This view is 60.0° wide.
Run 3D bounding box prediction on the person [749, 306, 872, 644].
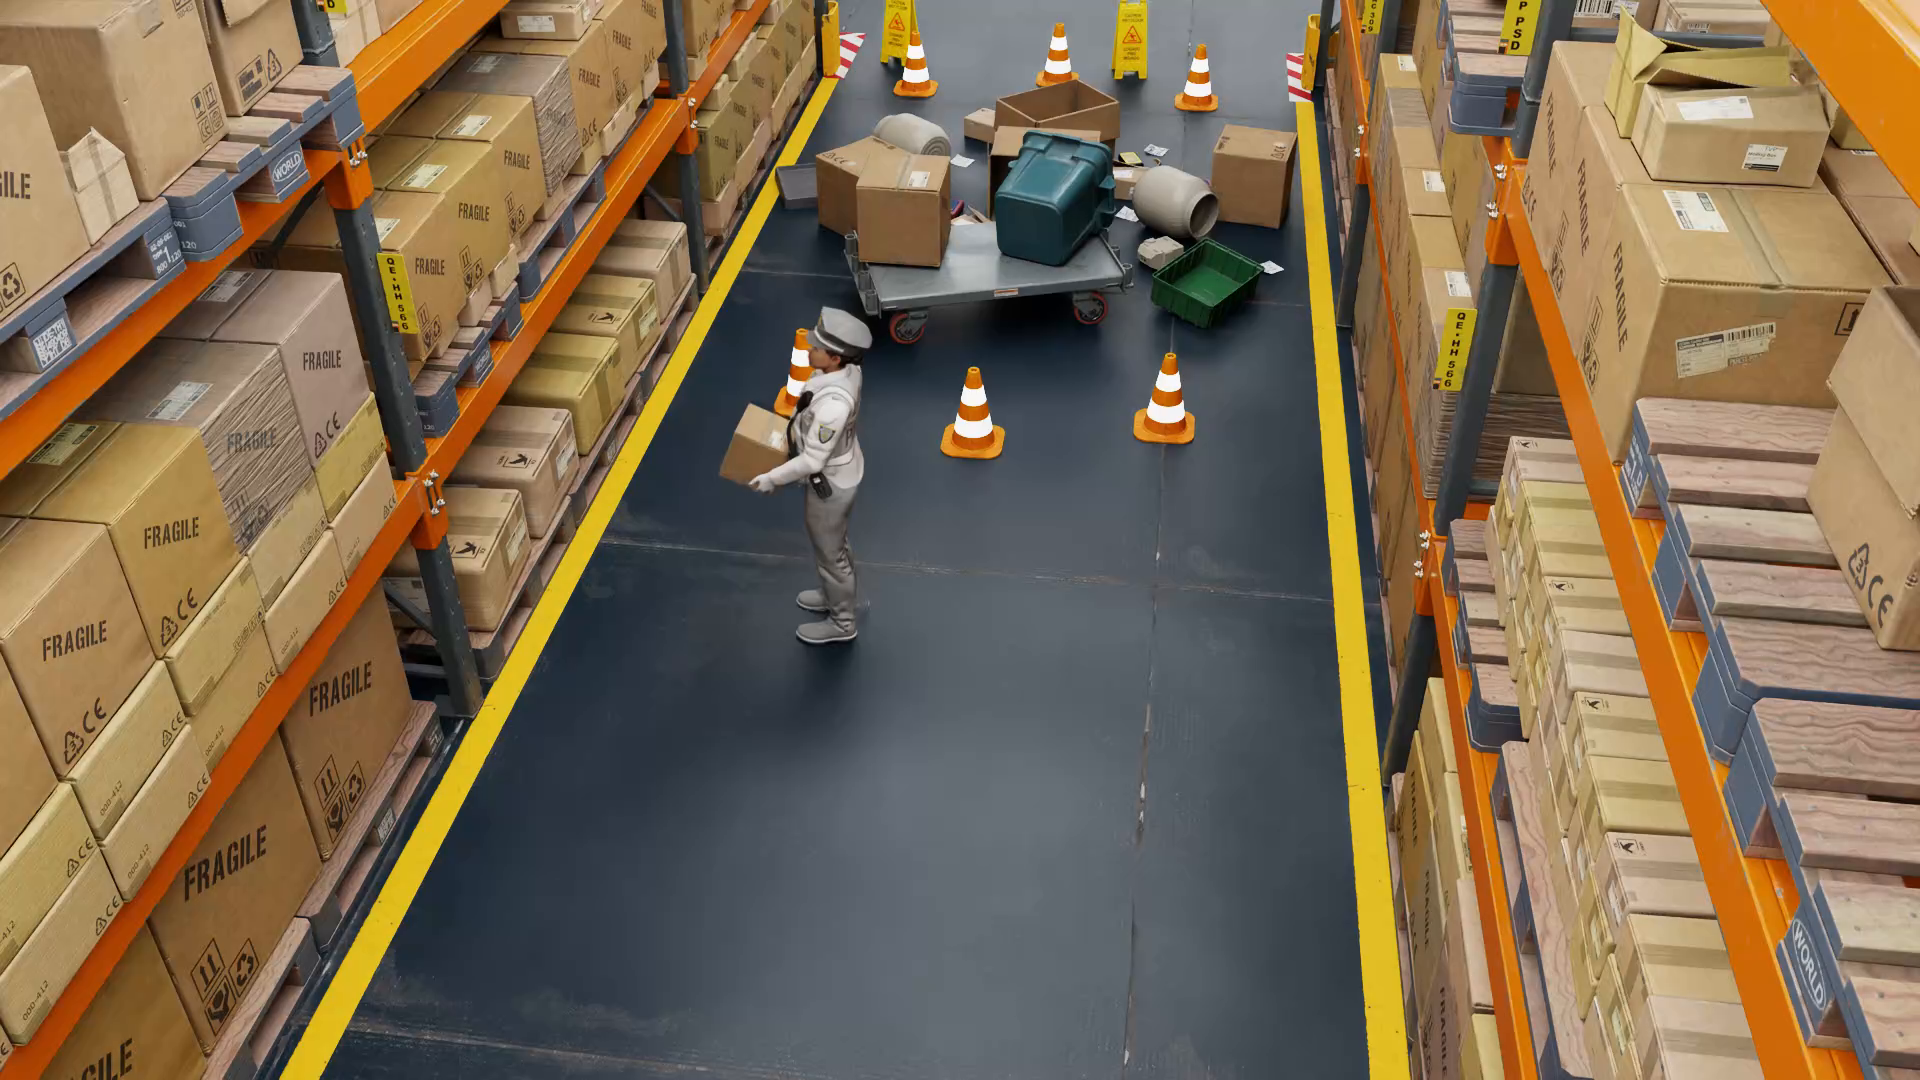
[{"bbox_3d":[-0.642,-0.270,7.373,0.548,1.698,0.480,1,36,1],"label":"person"}]
